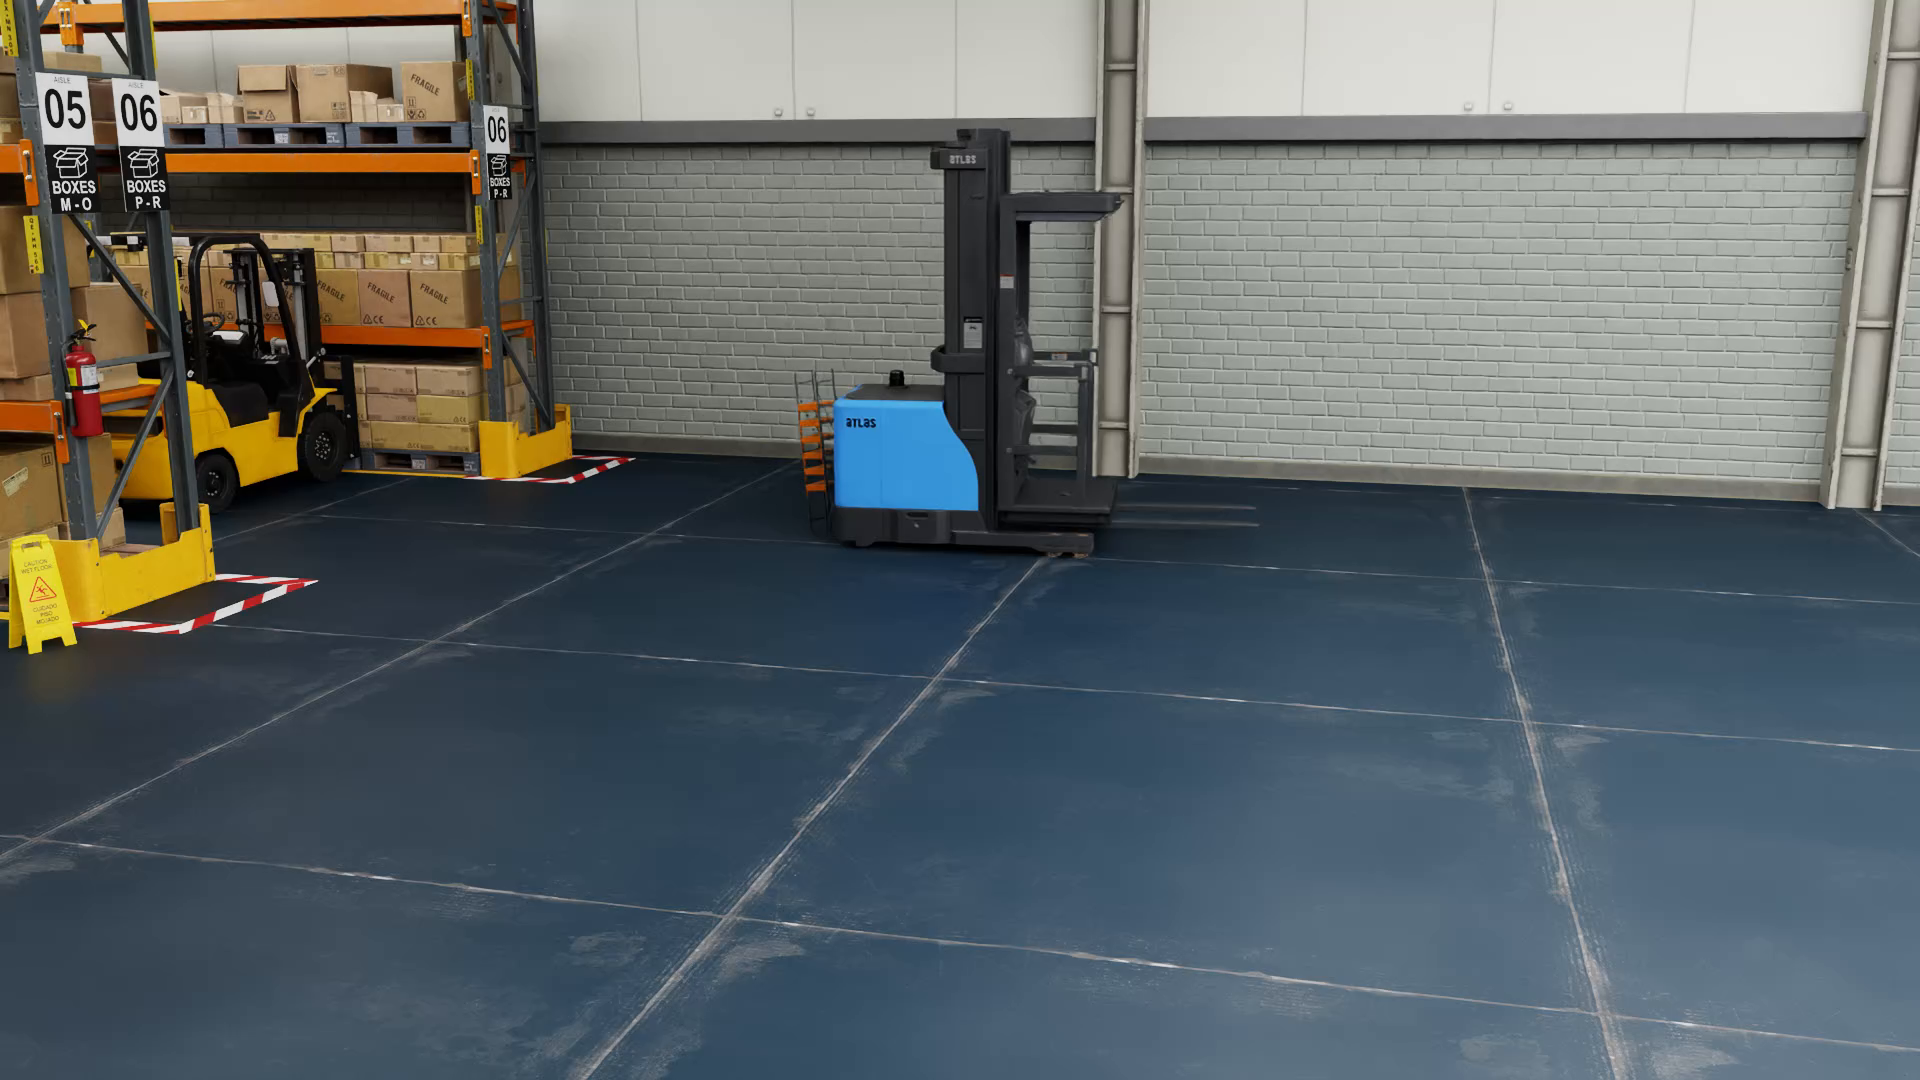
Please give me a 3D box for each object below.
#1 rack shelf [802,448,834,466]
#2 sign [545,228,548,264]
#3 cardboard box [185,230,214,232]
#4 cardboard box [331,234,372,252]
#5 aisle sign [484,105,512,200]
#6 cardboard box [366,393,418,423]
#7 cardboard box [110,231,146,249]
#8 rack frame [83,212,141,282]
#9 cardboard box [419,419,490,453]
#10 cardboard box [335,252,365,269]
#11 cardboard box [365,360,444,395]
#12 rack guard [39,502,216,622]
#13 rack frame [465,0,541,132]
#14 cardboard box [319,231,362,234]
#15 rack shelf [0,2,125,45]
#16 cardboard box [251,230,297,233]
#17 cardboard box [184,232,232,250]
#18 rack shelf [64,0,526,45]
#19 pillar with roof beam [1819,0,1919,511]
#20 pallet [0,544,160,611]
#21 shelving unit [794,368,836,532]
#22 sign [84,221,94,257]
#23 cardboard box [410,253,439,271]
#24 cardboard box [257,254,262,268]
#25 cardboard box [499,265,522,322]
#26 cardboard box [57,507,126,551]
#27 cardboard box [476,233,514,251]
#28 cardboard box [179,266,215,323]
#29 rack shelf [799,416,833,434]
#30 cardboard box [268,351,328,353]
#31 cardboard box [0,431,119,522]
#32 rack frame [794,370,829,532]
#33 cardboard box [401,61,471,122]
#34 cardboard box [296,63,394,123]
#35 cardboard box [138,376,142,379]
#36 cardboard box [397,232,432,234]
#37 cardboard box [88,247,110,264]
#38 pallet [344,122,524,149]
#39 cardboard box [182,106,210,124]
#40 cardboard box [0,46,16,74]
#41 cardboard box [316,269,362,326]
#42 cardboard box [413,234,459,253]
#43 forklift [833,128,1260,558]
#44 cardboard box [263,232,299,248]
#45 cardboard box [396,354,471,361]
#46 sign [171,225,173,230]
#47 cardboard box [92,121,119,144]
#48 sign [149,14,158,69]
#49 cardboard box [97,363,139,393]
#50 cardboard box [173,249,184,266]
[{"bbox_3d":[-1.030,-0.624,12.450,0.180,0.103,0.258,1,11,31],"label":"rack shelf"},{"bbox_3d":[-3.845,-2.715,15.365,0.005,0.325,0.100,3,13,14],"label":"sign"},{"bbox_3d":[-7.251,-2.881,15.879,0.250,0.149,0.380,3,13,12],"label":"cardboard box"},{"bbox_3d":[-5.393,-2.655,14.862,0.250,0.149,0.380,3,13,15],"label":"cardboard box"},{"bbox_3d":[-3.990,-3.341,14.368,0.004,0.787,0.394,3,13,14],"label":"aisle sign"},{"bbox_3d":[-5.015,-1.232,15.086,0.500,0.250,0.500,3,13,13],"label":"cardboard box"},{"bbox_3d":[-7.629,-2.777,15.409,0.250,0.149,0.380,3,13,15],"label":"cardboard box"},{"bbox_3d":[-7.867,-2.345,15.878,0.127,3.000,1.000,3,13,14],"label":"rack frame"},{"bbox_3d":[-4.516,-0.958,15.006,0.500,0.250,0.500,3,13,14],"label":"cardboard box"},{"bbox_3d":[-5.388,-2.515,14.914,0.250,0.149,0.380,3,13,12],"label":"cardboard box"},{"bbox_3d":[-5.003,-1.472,15.013,0.500,0.250,0.500,3,13,15],"label":"cardboard box"},{"bbox_3d":[-5.243,0.123,10.526,0.348,0.500,1.175,3,13,14],"label":"rack guard"},{"bbox_3d":[-3.984,-5.066,14.293,0.127,3.000,1.000,3,13,14],"label":"rack frame"},{"bbox_3d":[-5.753,-2.797,15.499,0.250,0.149,0.380,3,13,14],"label":"cardboard box"},{"bbox_3d":[-9.809,-4.831,15.818,4.000,0.370,1.077,3,13,14],"label":"rack shelf"},{"bbox_3d":[-6.486,-2.853,15.751,0.250,0.149,0.380,3,13,13],"label":"cardboard box"},{"bbox_3d":[-6.878,-2.736,15.225,0.250,0.149,0.380,3,13,15],"label":"cardboard box"},{"bbox_3d":[-5.925,-4.624,14.882,4.000,0.370,1.077,3,13,14],"label":"rack shelf"},{"bbox_3d":[6.175,-3.764,8.423,0.400,9.000,9.100,3,13,14],"label":"pillar with roof beam"},{"bbox_3d":[-6.023,0.214,10.781,1.213,0.211,1.003,3,13,14],"label":"pallet"},{"bbox_3d":[-1.034,-0.668,12.443,0.189,1.200,0.258,1,11,31],"label":"shelving unit"},{"bbox_3d":[-7.988,-2.757,15.245,0.005,0.325,0.100,3,13,14],"label":"sign"},{"bbox_3d":[-4.643,-2.469,14.709,0.250,0.149,0.380,3,13,14],"label":"cardboard box"},{"bbox_3d":[-6.385,-2.566,15.147,0.250,0.149,0.380,3,13,12],"label":"cardboard box"},{"bbox_3d":[-4.398,-2.270,15.311,0.500,0.500,0.500,3,13,15],"label":"cardboard box"},{"bbox_3d":[-5.886,-0.056,10.940,0.500,0.250,0.500,3,13,13],"label":"cardboard box"},{"bbox_3d":[-4.259,-2.711,15.111,0.250,0.149,0.380,3,13,12],"label":"cardboard box"},{"bbox_3d":[-6.989,-2.292,15.410,0.500,0.500,0.500,3,13,15],"label":"cardboard box"},{"bbox_3d":[-1.051,-0.860,12.410,0.180,0.103,0.258,1,11,31],"label":"rack shelf"},{"bbox_3d":[-6.360,-1.659,15.855,0.500,0.250,0.500,3,13,14],"label":"cardboard box"},{"bbox_3d":[-5.909,-0.423,10.864,0.500,0.500,0.500,3,13,12],"label":"cardboard box"},{"bbox_3d":[-1.112,-0.669,12.490,0.006,1.200,0.240,1,11,31],"label":"rack frame"},{"bbox_3d":[-4.472,-3.876,14.423,0.500,0.500,0.500,3,13,15],"label":"cardboard box"},{"bbox_3d":[-5.442,-3.950,14.758,0.500,0.500,0.700,3,13,14],"label":"cardboard box"},{"bbox_3d":[-7.473,-1.605,15.612,0.500,0.250,0.500,3,13,13],"label":"cardboard box"},{"bbox_3d":[-5.001,-2.758,15.324,0.250,0.149,0.380,3,13,14],"label":"cardboard box"},{"bbox_3d":[-8.252,-2.682,15.667,0.250,0.149,0.380,4,13,15],"label":"cardboard box"},{"bbox_3d":[-4.664,-3.601,14.817,1.213,0.211,1.003,3,13,14],"label":"pallet"},{"bbox_3d":[-6.758,-3.814,14.952,0.250,0.149,0.380,3,13,15],"label":"cardboard box"},{"bbox_3d":[-5.568,-2.780,9.652,0.250,0.149,0.380,3,13,14],"label":"cardboard box"},{"bbox_3d":[-5.523,-2.212,15.048,0.500,0.500,0.500,3,13,12],"label":"cardboard box"},{"bbox_3d":[-4.629,-2.629,14.742,0.250,0.149,0.380,3,13,14],"label":"cardboard box"},{"bbox_3d":[0.644,-1.430,11.910,3.031,2.935,1.130,2,13,7],"label":"forklift"},{"bbox_3d":[-6.113,-2.717,15.142,0.250,0.149,0.380,3,13,14],"label":"cardboard box"},{"bbox_3d":[-4.891,-1.578,15.492,0.500,0.250,0.500,3,13,14],"label":"cardboard box"},{"bbox_3d":[-7.736,-2.923,16.303,0.005,0.325,0.100,3,13,14],"label":"sign"},{"bbox_3d":[-5.414,-2.521,10.325,0.250,0.149,0.380,3,13,14],"label":"cardboard box"},{"bbox_3d":[-5.039,-3.099,10.332,0.005,0.325,0.100,3,13,14],"label":"sign"},{"bbox_3d":[-5.450,-1.032,10.540,0.250,0.149,0.380,3,13,14],"label":"cardboard box"},{"bbox_3d":[-7.109,-2.618,15.380,0.250,0.149,0.380,3,13,13],"label":"cardboard box"}]
